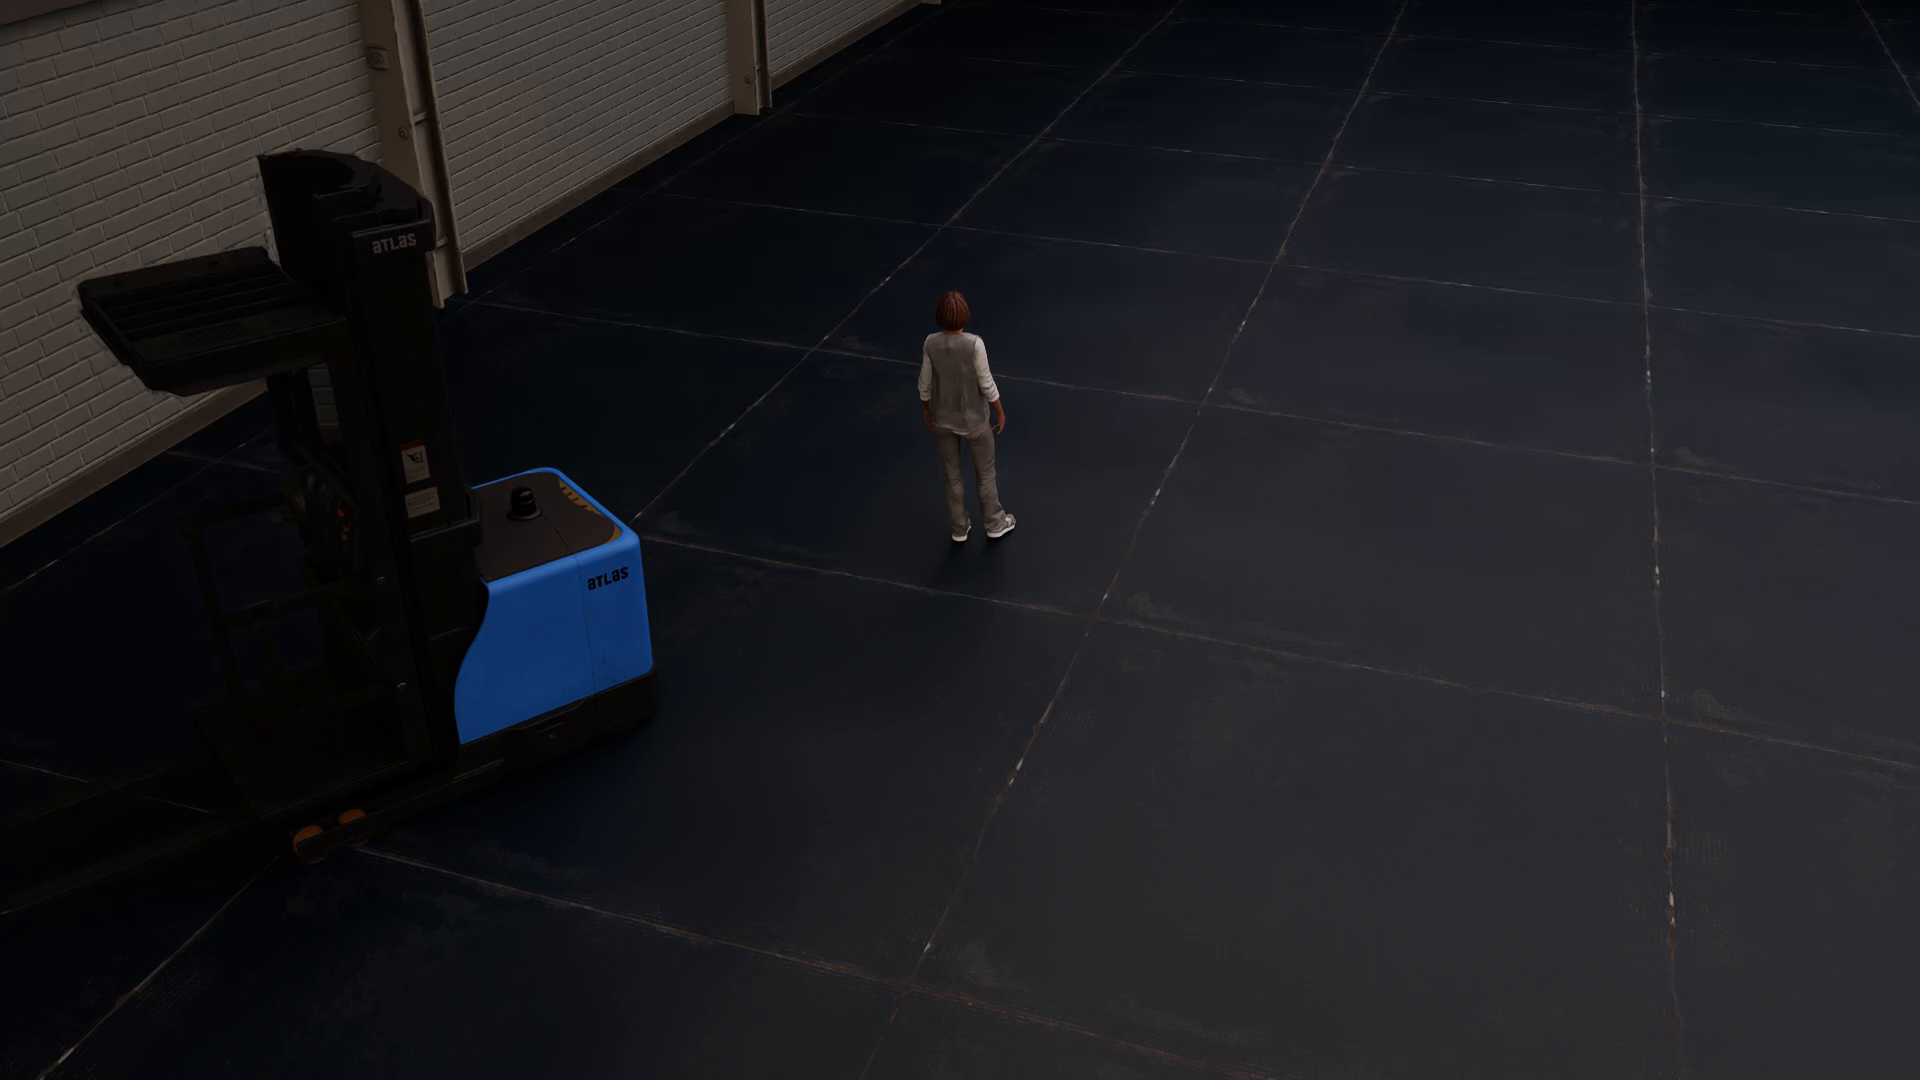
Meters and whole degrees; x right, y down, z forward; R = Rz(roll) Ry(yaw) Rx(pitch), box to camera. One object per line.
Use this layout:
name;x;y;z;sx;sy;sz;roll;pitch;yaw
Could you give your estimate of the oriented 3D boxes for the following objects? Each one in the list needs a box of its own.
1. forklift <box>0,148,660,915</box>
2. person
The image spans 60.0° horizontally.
forklift;-3.006;-0.107;7.324;3.031;2.935;1.130;-21;36;-32
person;0.038;-0.733;9.754;0.520;1.599;0.473;10;31;16
